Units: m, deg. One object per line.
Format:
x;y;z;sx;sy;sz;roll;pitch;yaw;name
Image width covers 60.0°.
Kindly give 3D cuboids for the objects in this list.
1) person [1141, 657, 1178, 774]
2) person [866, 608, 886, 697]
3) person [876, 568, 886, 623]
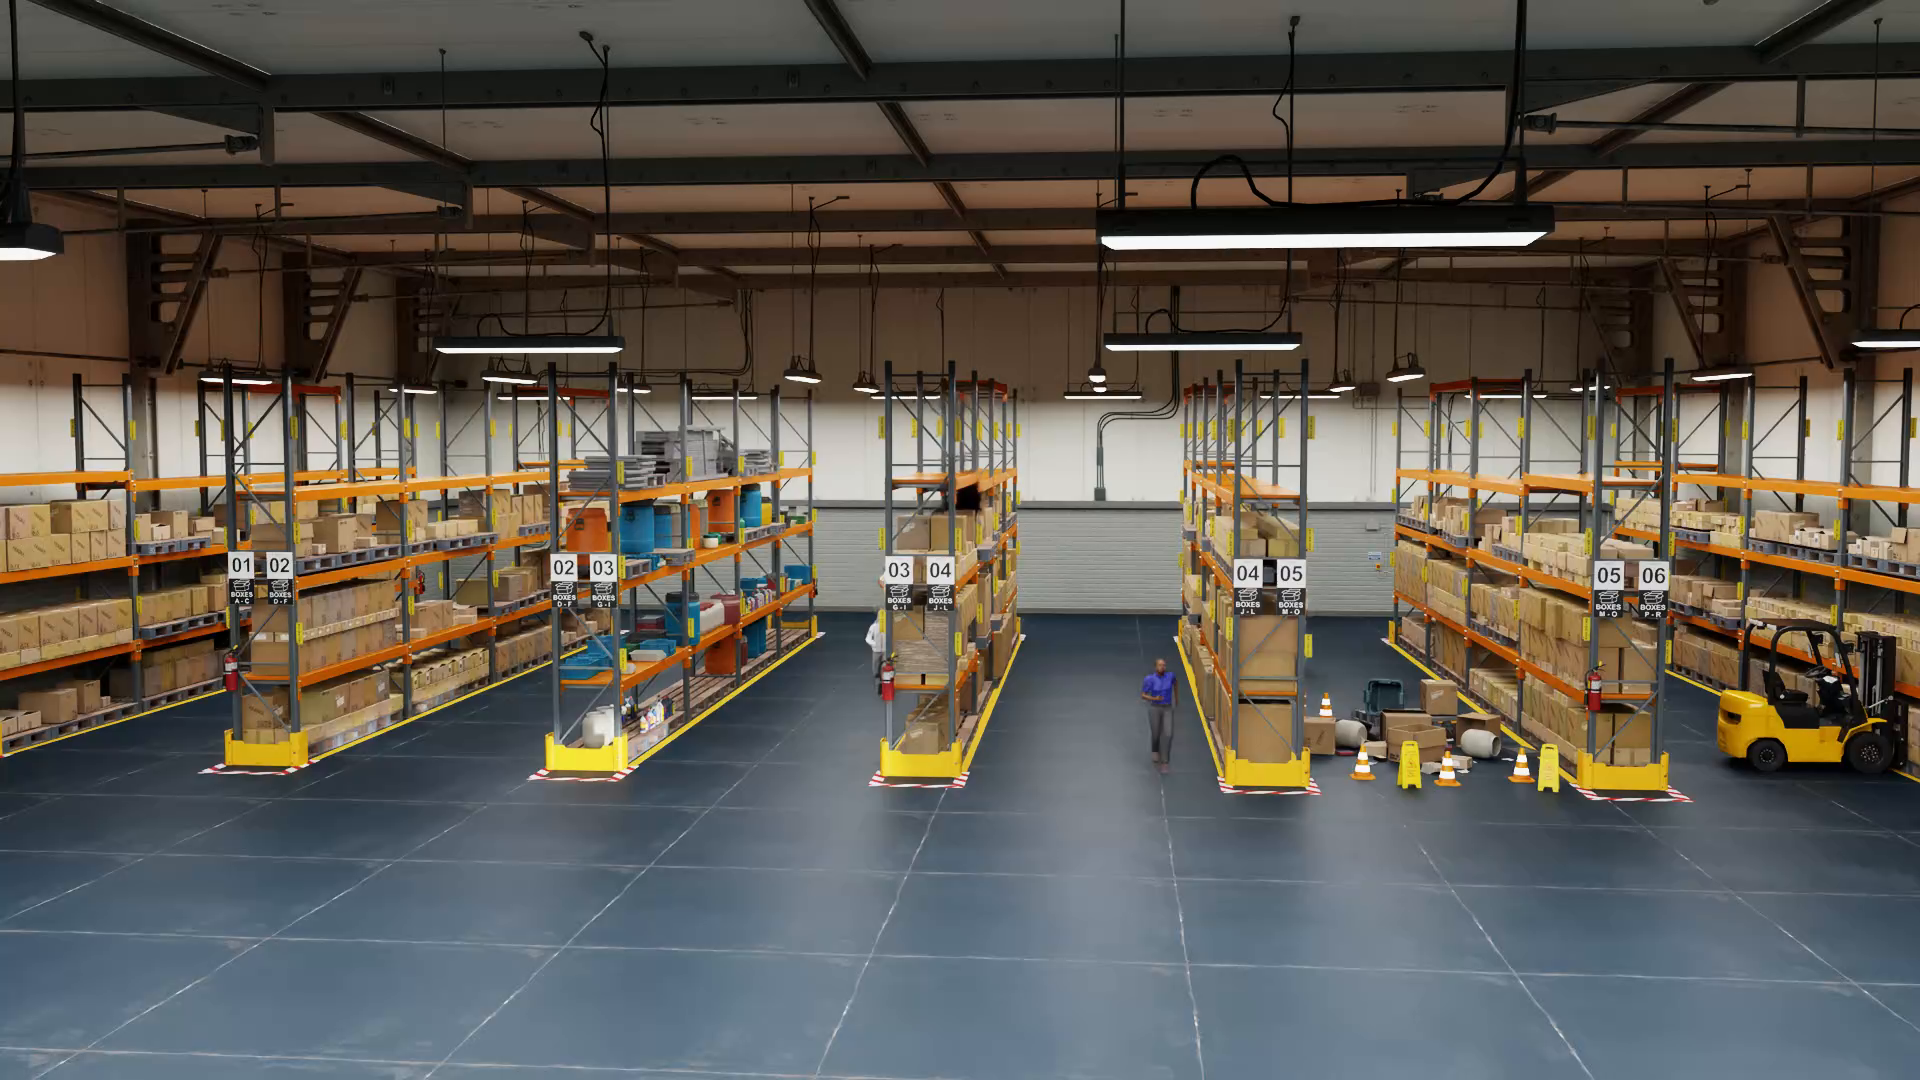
2.957;2.583;24.596;0.608;1.724;0.852;0;4;-6;person
-1.463;2.106;31.414;0.625;1.654;0.723;0;4;0;person
-1.774;1.413;41.994;0.771;1.727;0.579;1;4;10;person
